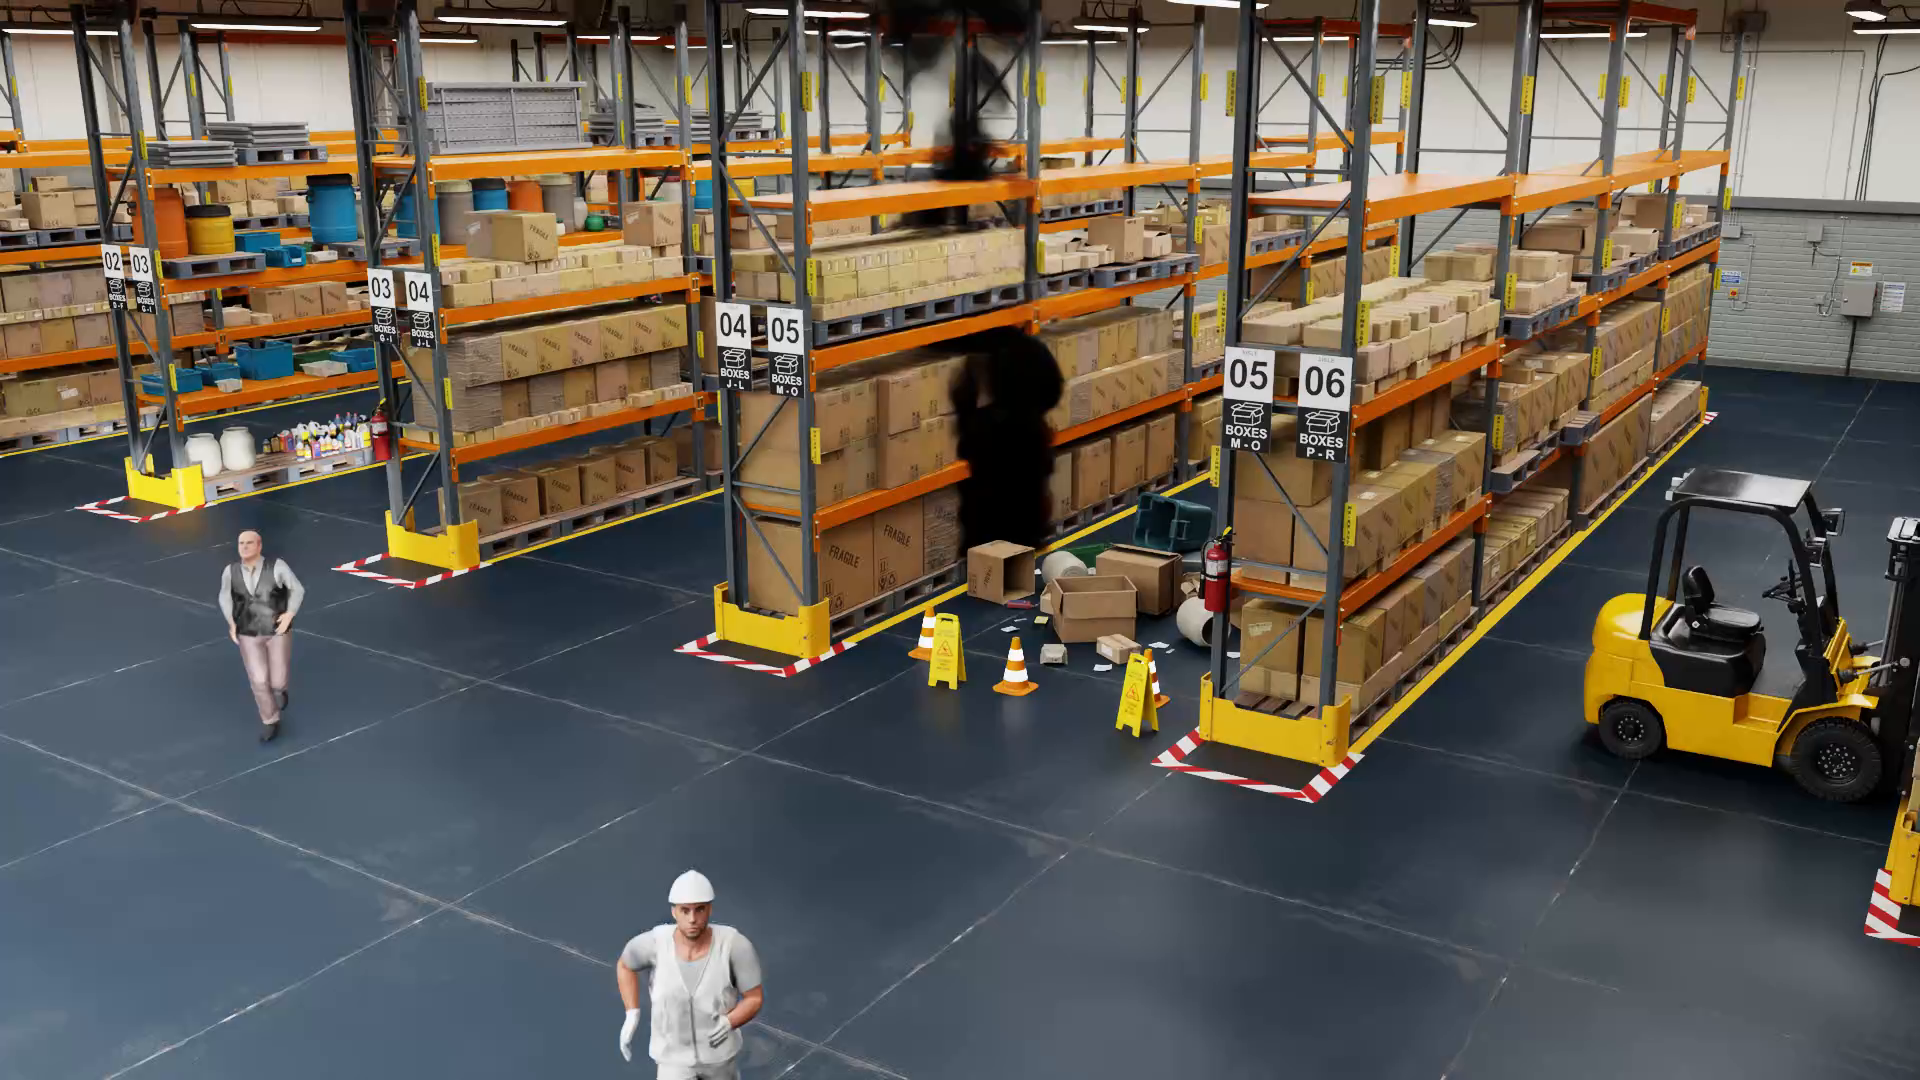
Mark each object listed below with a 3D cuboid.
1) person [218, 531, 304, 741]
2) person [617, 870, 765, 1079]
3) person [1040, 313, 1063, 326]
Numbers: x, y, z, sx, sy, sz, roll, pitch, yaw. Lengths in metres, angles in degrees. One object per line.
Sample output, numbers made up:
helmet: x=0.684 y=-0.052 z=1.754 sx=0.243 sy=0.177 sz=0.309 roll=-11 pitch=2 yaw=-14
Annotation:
person: x=-5.631 y=0.737 z=13.461 sx=0.660 sy=1.699 sz=0.601 roll=-4 pitch=16 yaw=-13
person: x=-1.190 y=2.344 z=7.466 sx=0.641 sy=1.817 sz=0.735 roll=-4 pitch=16 yaw=-14
person: x=1.507 y=-2.826 z=26.027 sx=0.634 sy=1.778 sz=0.976 roll=7 pitch=17 yaw=25
